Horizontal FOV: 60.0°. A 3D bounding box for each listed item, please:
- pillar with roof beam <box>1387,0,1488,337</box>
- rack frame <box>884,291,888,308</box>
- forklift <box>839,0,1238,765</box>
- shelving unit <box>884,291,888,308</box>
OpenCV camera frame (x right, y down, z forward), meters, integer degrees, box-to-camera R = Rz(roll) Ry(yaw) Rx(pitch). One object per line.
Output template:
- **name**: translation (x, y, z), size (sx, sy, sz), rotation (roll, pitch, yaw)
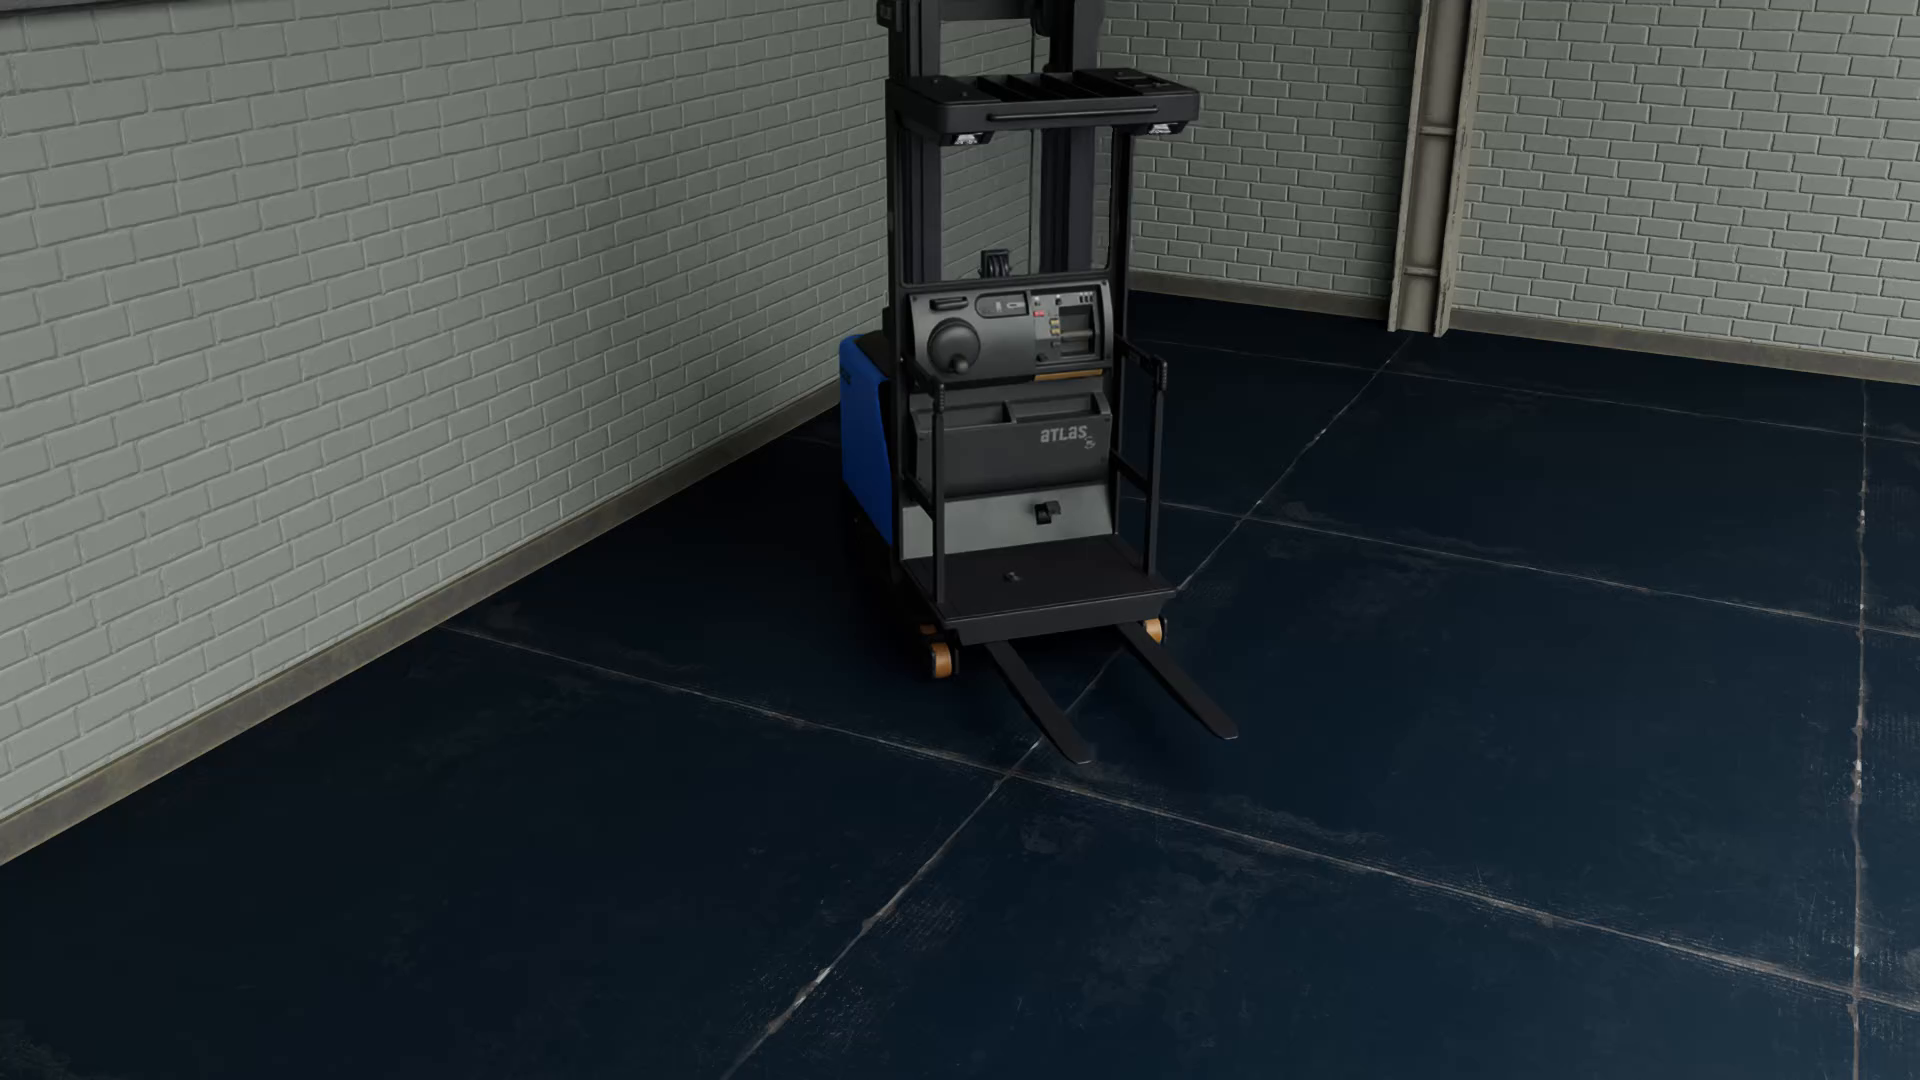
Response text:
- **pillar with roof beam**: translation (1.493, -4.221, 7.176), size (0.400, 9.000, 9.100), rotation (11, 25, 25)
- **rack frame**: translation (-0.359, -0.717, 8.902), size (0.015, 1.200, 0.240), rotation (-7, 24, -16)
- **forklift**: translation (0.299, -0.912, 7.148), size (1.130, 2.935, 3.031), rotation (-7, 24, -16)
- **shelving unit**: translation (-0.126, -0.746, 8.969), size (0.503, 1.200, 0.258), rotation (-7, 24, -16)
